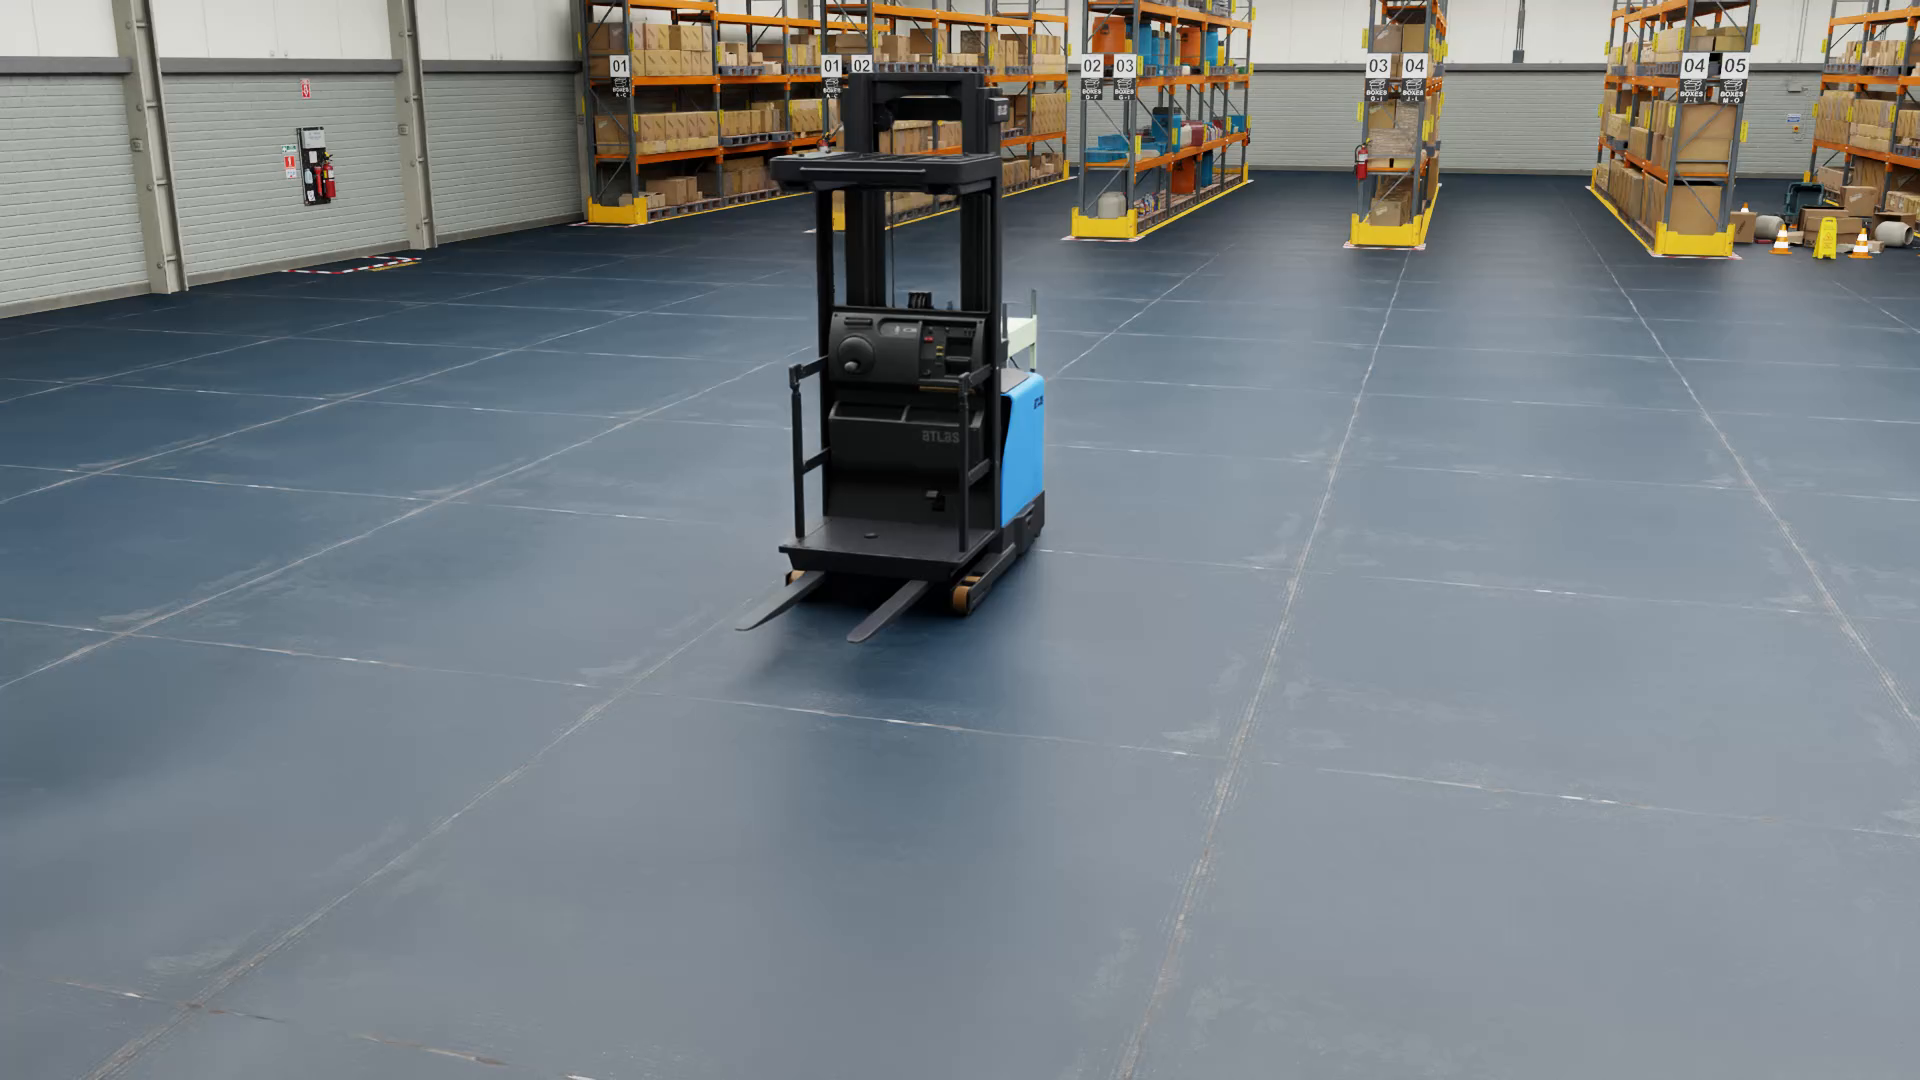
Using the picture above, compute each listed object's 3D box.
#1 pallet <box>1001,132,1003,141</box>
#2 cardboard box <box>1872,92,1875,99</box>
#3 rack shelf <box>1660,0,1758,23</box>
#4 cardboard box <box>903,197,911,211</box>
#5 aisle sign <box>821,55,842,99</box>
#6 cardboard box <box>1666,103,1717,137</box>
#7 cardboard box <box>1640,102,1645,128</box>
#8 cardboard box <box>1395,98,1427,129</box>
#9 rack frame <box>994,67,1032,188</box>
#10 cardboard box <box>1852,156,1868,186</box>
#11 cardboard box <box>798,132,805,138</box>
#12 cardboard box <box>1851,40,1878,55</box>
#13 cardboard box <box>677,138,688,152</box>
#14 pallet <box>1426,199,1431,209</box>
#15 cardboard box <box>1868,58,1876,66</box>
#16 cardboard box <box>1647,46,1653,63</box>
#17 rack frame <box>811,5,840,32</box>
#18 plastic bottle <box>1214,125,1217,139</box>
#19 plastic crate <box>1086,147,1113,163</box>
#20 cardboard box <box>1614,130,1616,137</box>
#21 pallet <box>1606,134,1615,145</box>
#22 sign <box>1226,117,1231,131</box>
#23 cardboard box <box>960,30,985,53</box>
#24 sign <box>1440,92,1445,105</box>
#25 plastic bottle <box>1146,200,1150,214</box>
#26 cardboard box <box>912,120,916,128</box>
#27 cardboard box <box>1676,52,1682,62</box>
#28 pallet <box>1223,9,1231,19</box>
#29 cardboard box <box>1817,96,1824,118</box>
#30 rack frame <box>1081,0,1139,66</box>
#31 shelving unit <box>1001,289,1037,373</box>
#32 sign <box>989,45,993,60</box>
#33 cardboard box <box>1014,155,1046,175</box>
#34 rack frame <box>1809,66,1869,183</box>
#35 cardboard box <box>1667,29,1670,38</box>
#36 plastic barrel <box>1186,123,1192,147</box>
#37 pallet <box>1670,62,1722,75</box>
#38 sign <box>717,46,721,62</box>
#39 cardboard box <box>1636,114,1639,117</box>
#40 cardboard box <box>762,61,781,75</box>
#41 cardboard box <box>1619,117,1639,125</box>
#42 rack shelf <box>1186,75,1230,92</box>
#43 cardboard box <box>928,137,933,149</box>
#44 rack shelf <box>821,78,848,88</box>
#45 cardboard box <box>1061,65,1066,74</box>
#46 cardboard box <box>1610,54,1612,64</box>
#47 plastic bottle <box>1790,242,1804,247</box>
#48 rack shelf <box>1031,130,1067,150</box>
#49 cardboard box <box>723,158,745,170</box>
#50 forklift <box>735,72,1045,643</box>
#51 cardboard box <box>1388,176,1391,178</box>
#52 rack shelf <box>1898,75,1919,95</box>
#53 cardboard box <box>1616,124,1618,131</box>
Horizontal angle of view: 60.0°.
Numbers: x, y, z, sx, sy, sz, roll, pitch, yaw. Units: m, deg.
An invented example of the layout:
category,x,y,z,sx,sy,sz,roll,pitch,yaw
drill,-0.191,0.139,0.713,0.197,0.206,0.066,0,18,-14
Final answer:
category,x,y,z,sx,sy,sz,roll,pitch,yaw
pallet,0.309,-9.552,39.360,1.213,0.211,1.003,5,16,16
cardboard box,20.280,-9.977,37.304,0.380,0.149,0.250,5,17,17
rack shelf,12.702,-9.059,28.329,1.077,0.370,4.000,5,16,16
cardboard box,-1.296,-6.763,33.446,0.500,0.250,0.500,5,16,16
aisle sign,-2.390,-8.625,30.976,0.394,0.787,0.004,5,16,16
cardboard box,12.344,-7.025,27.846,0.875,0.550,0.550,5,16,16
cardboard box,14.128,-8.561,33.500,0.700,0.500,0.500,4,16,15
cardboard box,7.824,-7.394,28.841,0.500,0.500,0.500,5,16,16
rack frame,1.320,-10.508,42.379,1.000,3.000,0.127,5,16,16
cardboard box,20.219,-7.982,36.597,0.875,0.875,0.875,5,17,18
cardboard box,-4.015,-9.930,40.765,0.380,0.149,0.250,5,17,18
cardboard box,20.128,-9.662,35.984,0.861,2.263,4.961,4,16,14
cardboard box,-5.967,-8.194,34.459,0.500,0.250,0.500,5,17,16
pallet,9.977,-7.551,37.065,1.003,0.211,1.213,5,16,16
cardboard box,19.623,-10.199,35.452,0.380,0.166,0.250,3,16,12
cardboard box,13.558,-9.361,32.048,0.500,0.311,0.500,4,16,14
rack frame,10.824,-11.182,39.258,30.676,5.616,0.057,5,16,16
plastic bottle,6.121,-9.833,40.091,0.144,0.351,0.185,5,16,16
plastic crate,2.514,-7.066,30.517,0.499,0.251,0.616,5,16,16
cardboard box,14.401,-8.795,36.030,0.380,0.149,0.250,4,16,13
pallet,15.187,-9.047,37.579,1.003,0.211,1.213,5,16,16
sign,6.595,-10.213,40.832,0.100,0.325,0.005,5,16,16
cardboard box,0.314,-11.547,38.531,0.500,0.500,0.500,5,16,16
sign,12.470,-11.411,43.006,0.100,0.325,0.005,5,16,16
plastic bottle,3.656,-6.502,32.448,0.097,0.271,0.097,0,16,0
cardboard box,-1.116,-8.421,33.651,0.380,0.149,0.250,5,16,16
cardboard box,11.903,-7.874,27.103,0.380,0.149,0.250,5,16,16
pallet,5.863,-12.507,39.512,1.003,0.211,1.213,5,16,16
cardboard box,21.046,-10.442,40.133,0.500,0.500,0.500,4,16,15
rack frame,2.658,-9.870,29.134,1.000,3.000,0.127,5,16,16
shelving unit,0.224,-0.917,11.314,0.431,1.500,0.748,5,17,17
sign,0.713,-11.146,38.040,0.100,0.325,0.005,5,16,16
cardboard box,1.849,-10.011,44.394,0.797,0.503,0.637,5,16,16
rack frame,21.455,-10.017,40.648,1.000,3.000,0.127,5,16,16
cardboard box,12.409,-8.724,28.638,0.380,0.149,0.250,5,16,16
plastic barrel,4.844,-8.844,36.310,0.421,0.512,0.421,0,16,0
pallet,12.334,-7.784,27.440,1.003,0.211,1.213,5,16,16
sign,-5.181,-10.450,35.730,0.100,0.325,0.005,5,16,16
cardboard box,15.926,-9.629,38.552,0.500,0.500,0.500,4,16,15
cardboard box,-4.513,-11.045,38.903,0.500,0.311,0.500,5,16,16
cardboard box,14.180,-8.878,35.233,0.380,0.149,0.250,4,16,15
rack shelf,5.500,-10.697,38.866,1.077,0.370,4.000,5,16,16
cardboard box,-0.855,-8.475,35.487,0.500,0.250,0.500,6,17,19
rack shelf,-1.522,-8.989,32.844,1.077,0.370,4.000,5,16,16
cardboard box,2.564,-12.771,45.134,0.500,0.250,0.500,5,16,16
cardboard box,16.004,-11.623,40.172,0.500,0.250,0.500,5,17,17
plastic bottle,14.440,-5.110,28.734,0.133,0.061,0.283,-1,16,-3
rack shelf,1.889,-10.685,44.322,1.077,0.370,4.000,5,16,16
cardboard box,-5.244,-8.614,38.102,0.500,0.250,0.500,4,16,14
forklift,-0.371,-1.111,9.377,1.130,2.935,3.031,5,17,17
cardboard box,9.509,-7.525,35.636,0.700,0.500,0.500,4,16,13
rack shelf,18.613,-8.498,31.113,1.077,0.370,4.000,5,16,16
cardboard box,14.329,-8.874,35.766,0.380,0.149,0.250,5,16,16
